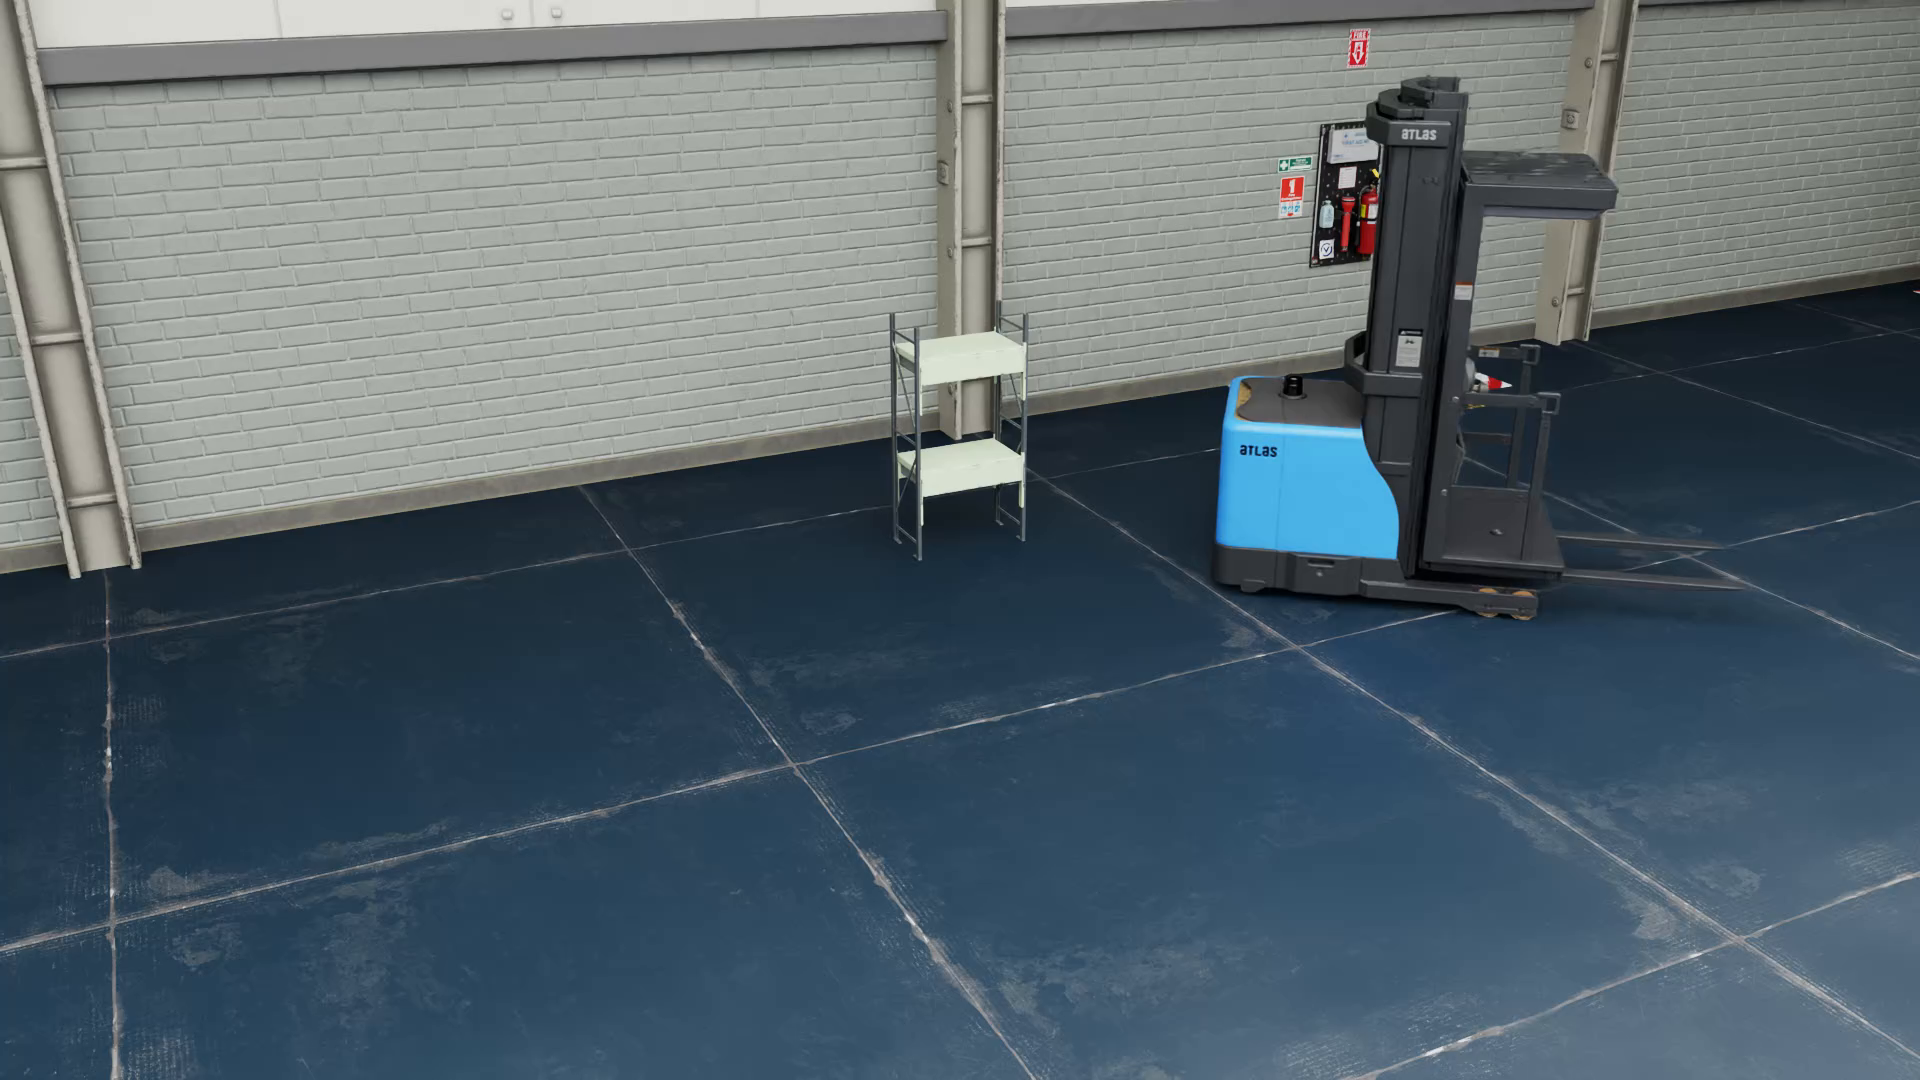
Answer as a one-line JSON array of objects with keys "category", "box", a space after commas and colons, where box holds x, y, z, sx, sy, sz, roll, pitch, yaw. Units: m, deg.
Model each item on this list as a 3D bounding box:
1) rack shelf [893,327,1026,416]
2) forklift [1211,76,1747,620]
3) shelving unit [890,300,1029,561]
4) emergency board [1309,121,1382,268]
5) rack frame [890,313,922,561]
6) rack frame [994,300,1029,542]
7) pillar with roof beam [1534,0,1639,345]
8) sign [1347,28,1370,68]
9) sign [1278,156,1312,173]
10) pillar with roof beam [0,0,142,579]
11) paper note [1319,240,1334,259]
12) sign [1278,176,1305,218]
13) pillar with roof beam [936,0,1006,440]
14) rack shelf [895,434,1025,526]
[{"category": "rack shelf", "box": [-0.006, -1.052, 10.311, 0.720, 0.370, 0.431, -10, 25, -24]}, {"category": "forklift", "box": [3.083, -1.112, 9.604, 3.031, 2.935, 1.130, 4, 23, 11]}, {"category": "shelving unit", "box": [-0.006, -0.692, 10.460, 0.755, 1.500, 0.431, -10, 25, -24]}, {"category": "emergency board", "box": [3.238, -2.828, 13.659, 0.643, 1.169, 0.194, -10, 25, -24]}, {"category": "rack frame", "box": [-0.336, -0.631, 10.314, 0.023, 1.500, 0.400, -10, 25, -24]}, {"category": "rack frame", "box": [0.324, -0.753, 10.607, 0.023, 1.500, 0.400, -10, 25, -24]}, {"category": "pillar with roof beam", "box": [7.349, -4.513, 9.886, 0.400, 9.000, 9.100, -10, 25, -24]}, {"category": "sign", "box": [3.188, -3.932, 13.296, 0.199, 0.298, 0.001, -10, 25, -24]}, {"category": "sign", "box": [2.703, -3.031, 13.410, 0.331, 0.109, 0.001, -10, 25, -24]}, {"category": "pillar with roof beam", "box": [-3.464, -2.522, 5.077, 0.400, 9.000, 9.100, -10, 25, -24]}, {"category": "paper note", "box": [3.049, -2.415, 13.814, 0.142, 0.148, 0.016, -10, 25, -24]}, {"category": "sign", "box": [2.695, -2.788, 13.517, 0.234, 0.329, 0.001, -10, 25, -24]}, {"category": "pillar with roof beam", "box": [1.942, -3.517, 7.482, 0.400, 9.000, 9.100, -10, 25, -24]}, {"category": "rack shelf", "box": [-0.006, -0.391, 10.585, 0.720, 0.370, 0.431, -10, 25, -24]}]
